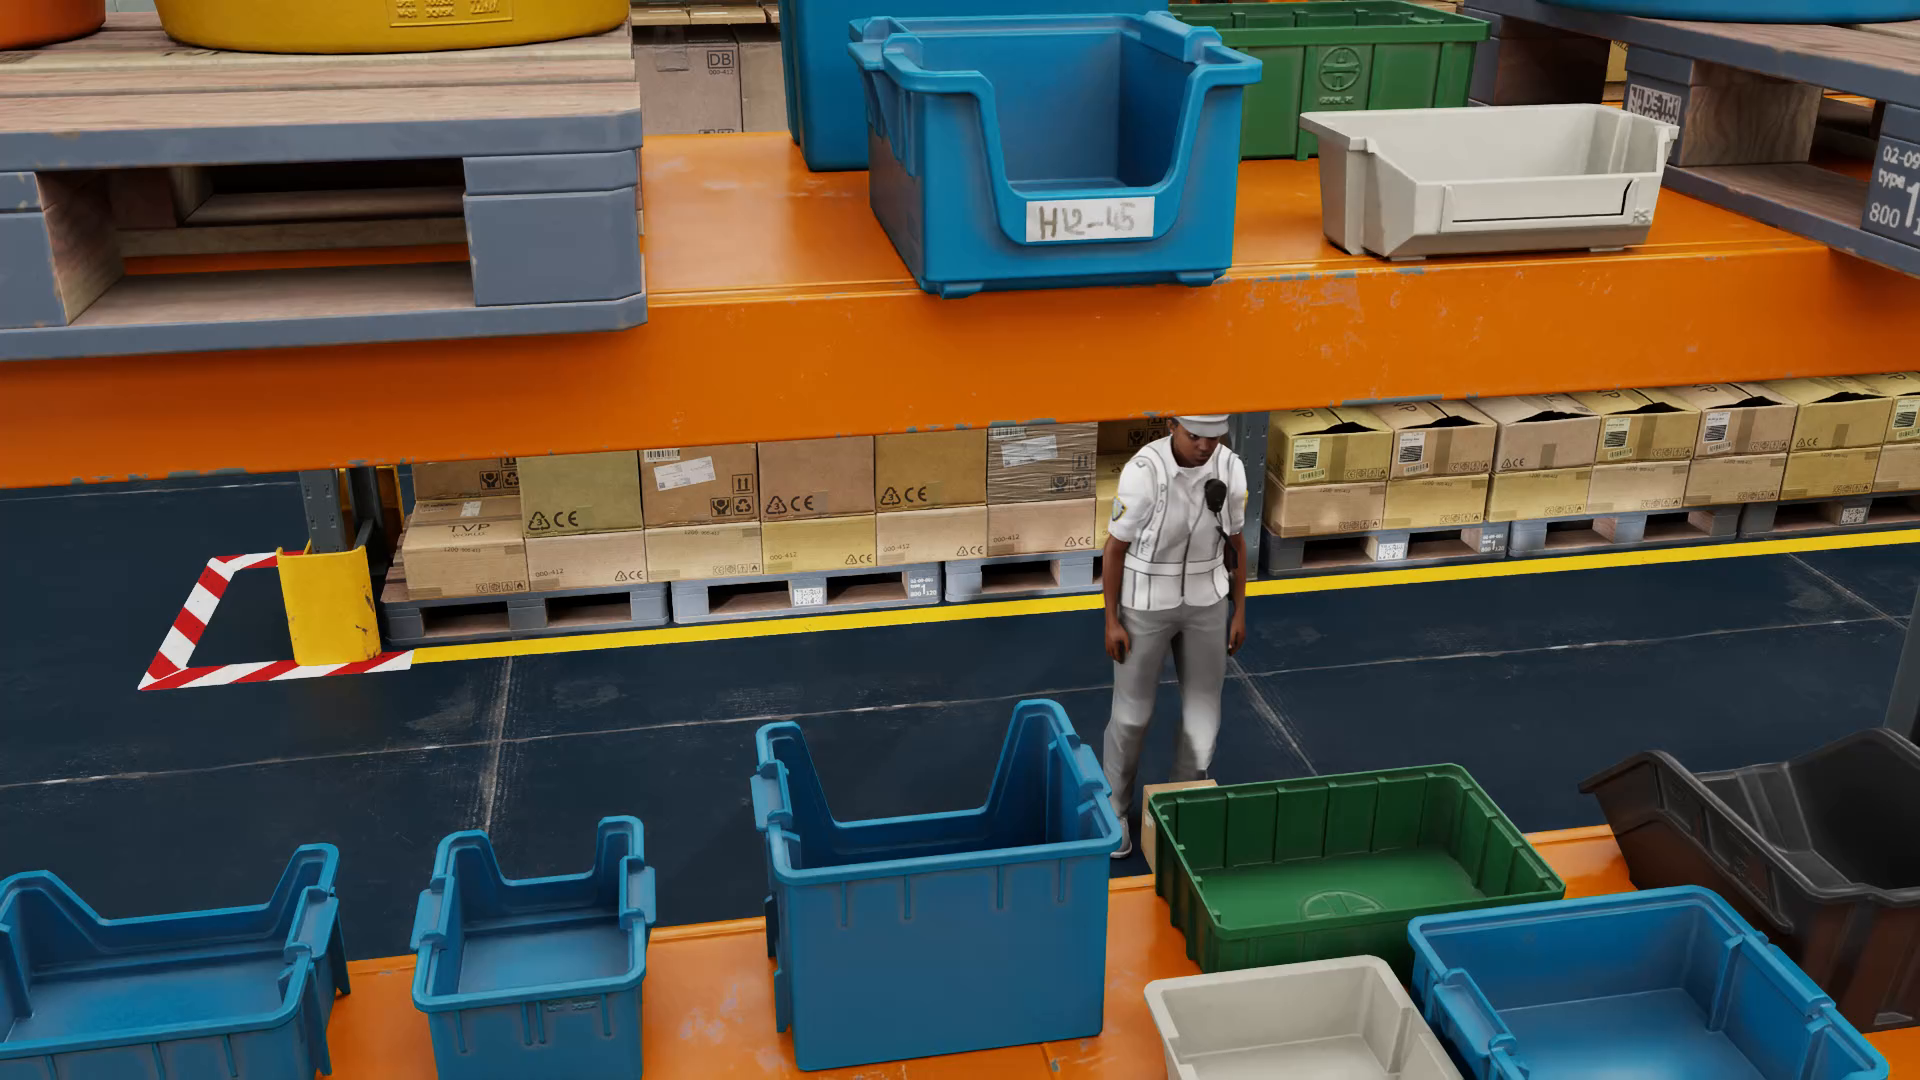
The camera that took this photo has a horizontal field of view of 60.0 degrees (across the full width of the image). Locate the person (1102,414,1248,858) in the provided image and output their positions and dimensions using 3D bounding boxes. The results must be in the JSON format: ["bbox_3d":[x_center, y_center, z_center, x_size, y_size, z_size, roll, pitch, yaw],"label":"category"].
[{"bbox_3d":[0.704,0.250,5.522,0.499,1.659,0.392,-4,24,-9],"label":"person"}]
